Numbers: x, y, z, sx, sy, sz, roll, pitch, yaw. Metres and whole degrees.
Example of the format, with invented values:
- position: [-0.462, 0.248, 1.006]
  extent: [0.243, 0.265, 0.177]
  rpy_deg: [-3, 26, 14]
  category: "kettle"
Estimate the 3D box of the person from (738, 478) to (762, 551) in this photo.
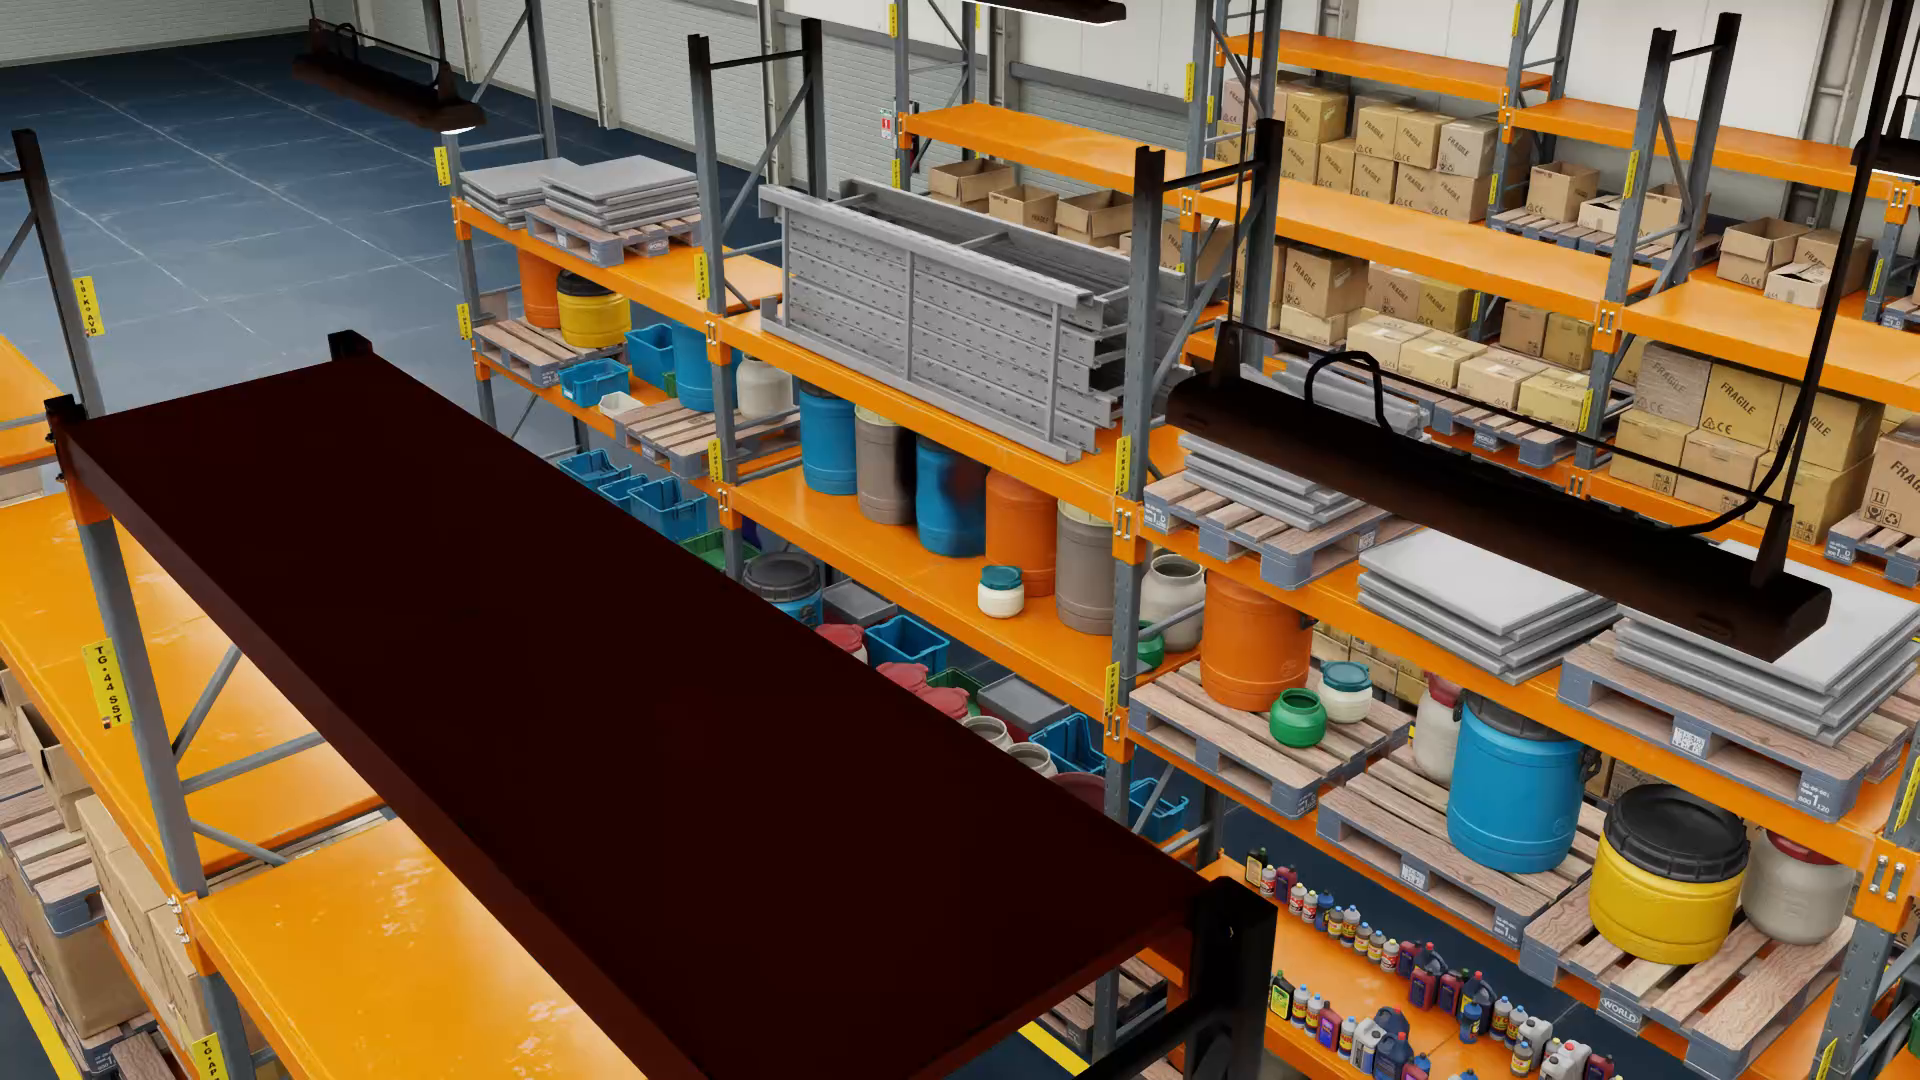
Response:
- position: [-2.195, -0.406, 16.658]
  extent: [0.354, 1.736, 0.534]
  rpy_deg: [-22, 34, -36]
  category: "person"
